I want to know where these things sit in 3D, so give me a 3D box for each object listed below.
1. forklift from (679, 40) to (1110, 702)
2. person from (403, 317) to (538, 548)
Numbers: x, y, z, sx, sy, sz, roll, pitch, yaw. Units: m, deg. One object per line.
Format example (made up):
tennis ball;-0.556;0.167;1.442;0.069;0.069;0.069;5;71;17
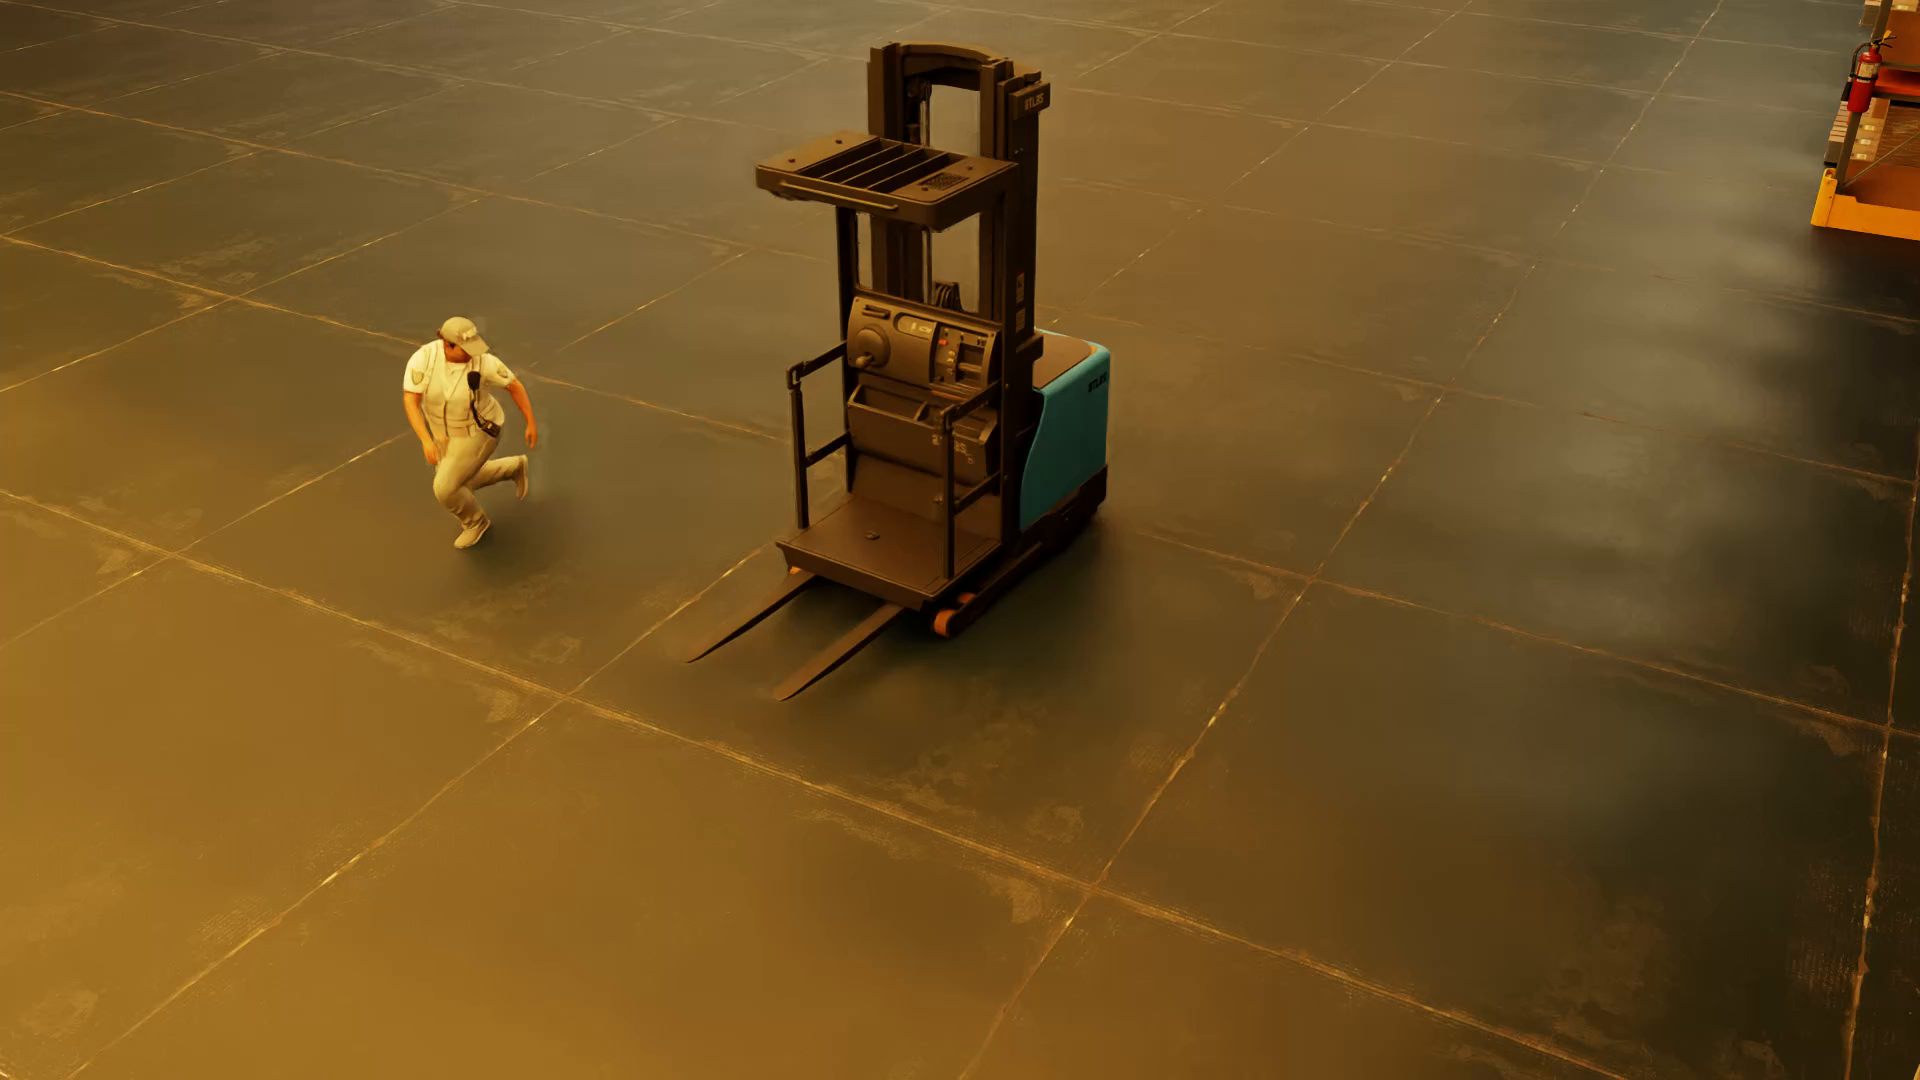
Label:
forklift;-0.328;-1.006;8.814;1.130;2.935;3.031;18;35;29
person;-2.854;-0.681;9.794;0.598;1.440;0.831;13;32;21
